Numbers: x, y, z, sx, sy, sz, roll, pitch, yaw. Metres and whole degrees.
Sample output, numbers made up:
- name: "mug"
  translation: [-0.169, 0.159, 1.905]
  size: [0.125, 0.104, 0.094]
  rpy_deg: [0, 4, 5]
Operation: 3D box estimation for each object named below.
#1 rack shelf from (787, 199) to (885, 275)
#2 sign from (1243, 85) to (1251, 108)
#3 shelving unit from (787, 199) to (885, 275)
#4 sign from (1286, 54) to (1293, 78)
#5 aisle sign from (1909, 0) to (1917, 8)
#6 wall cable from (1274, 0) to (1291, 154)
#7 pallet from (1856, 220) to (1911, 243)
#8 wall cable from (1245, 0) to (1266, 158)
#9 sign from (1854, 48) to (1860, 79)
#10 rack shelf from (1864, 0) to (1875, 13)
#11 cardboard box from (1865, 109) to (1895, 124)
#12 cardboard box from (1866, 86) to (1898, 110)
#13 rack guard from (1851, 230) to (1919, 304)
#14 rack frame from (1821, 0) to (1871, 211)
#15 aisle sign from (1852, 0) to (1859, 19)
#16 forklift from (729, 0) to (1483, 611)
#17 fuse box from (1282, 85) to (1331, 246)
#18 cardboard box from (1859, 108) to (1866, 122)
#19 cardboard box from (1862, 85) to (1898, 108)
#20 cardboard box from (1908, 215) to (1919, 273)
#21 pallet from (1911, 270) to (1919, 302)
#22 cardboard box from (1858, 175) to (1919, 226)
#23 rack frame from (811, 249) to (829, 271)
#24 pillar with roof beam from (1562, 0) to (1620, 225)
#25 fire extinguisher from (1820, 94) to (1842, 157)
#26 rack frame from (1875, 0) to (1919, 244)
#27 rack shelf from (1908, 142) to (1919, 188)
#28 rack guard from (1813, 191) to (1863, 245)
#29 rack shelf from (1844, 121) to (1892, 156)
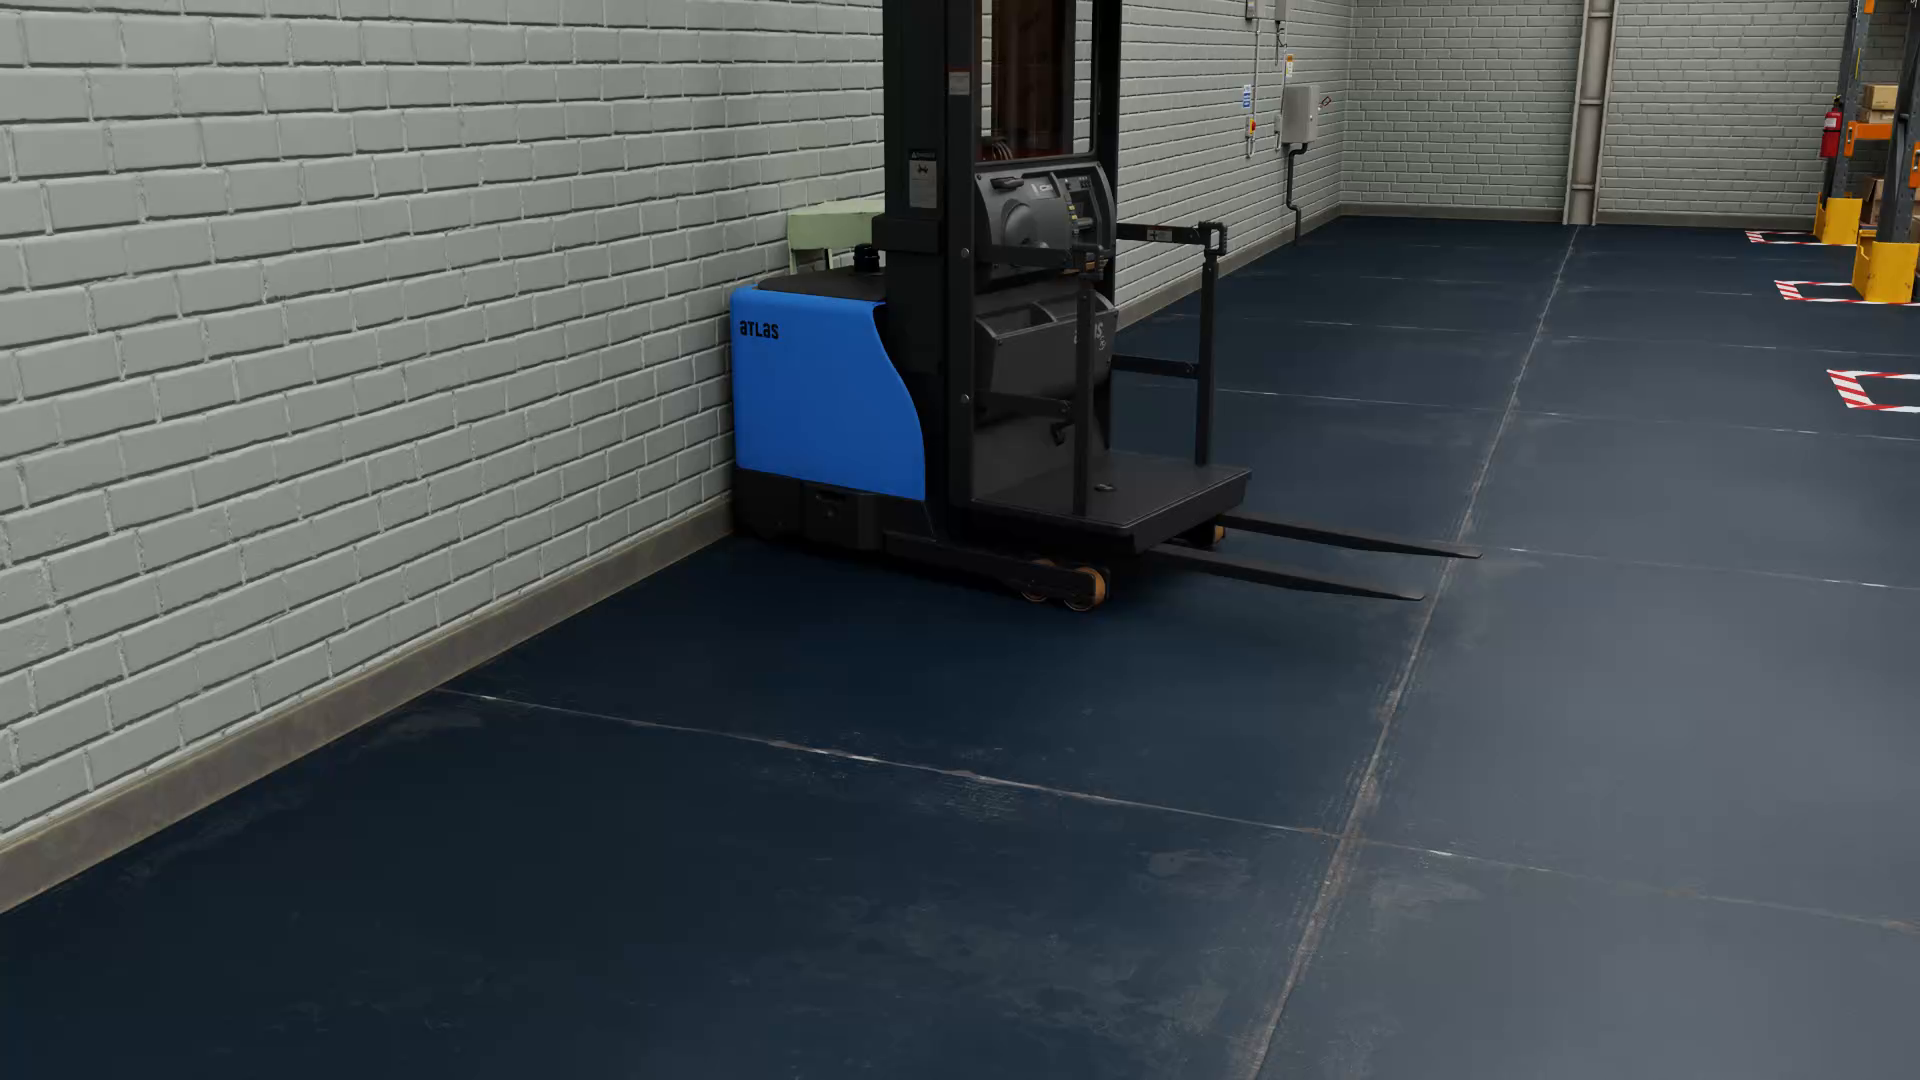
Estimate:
- name: "rack shelf"
  translation: [-0.377, -1.370, 7.615]
  size: [0.720, 0.370, 0.431]
  rpy_deg: [3, 20, 22]
- name: "sign"
  translation: [2.778, -4.294, 16.099]
  size: [0.001, 0.218, 0.327]
  rpy_deg: [6, 17, 21]
- name: "shelving unit"
  translation: [-0.344, -1.002, 7.738]
  size: [0.755, 1.500, 0.431]
  rpy_deg: [3, 20, 22]
- name: "sign"
  translation: [3.546, -5.104, 17.892]
  size: [0.001, 0.242, 0.339]
  rpy_deg: [6, 17, 21]
- name: "aisle sign"
  translation: [8.154, -4.936, 14.132]
  size: [0.004, 0.787, 0.394]
  rpy_deg: [6, 17, 21]
- name: "wall cable"
  translation: [3.362, -5.027, 17.288]
  size: [0.122, 1.984, 0.588]
  rpy_deg: [6, 17, 21]
- name: "pallet"
  translation: [10.737, -3.459, 18.710]
  size: [1.213, 0.211, 1.003]
  rpy_deg: [6, 17, 21]
- name: "wall cable"
  translation: [2.853, -4.673, 16.012]
  size: [0.123, 1.953, 0.585]
  rpy_deg: [6, 17, 21]
- name: "sign"
  translation: [9.726, -5.162, 18.022]
  size: [0.005, 0.325, 0.100]
  rpy_deg: [6, 17, 21]
- name: "rack shelf"
  translation: [11.785, -5.778, 17.605]
  size: [4.000, 0.370, 1.077]
  rpy_deg: [6, 17, 21]
- name: "cardboard box"
  translation: [10.130, -4.662, 18.302]
  size: [0.250, 0.149, 0.380]
  rpy_deg: [6, 17, 20]
- name: "cardboard box"
  translation: [10.248, -4.842, 18.207]
  size: [0.500, 0.250, 0.500]
  rpy_deg: [6, 17, 21]
- name: "rack guard"
  translation: [8.084, -2.401, 14.549]
  size: [0.348, 0.500, 1.175]
  rpy_deg: [6, 17, 21]
- name: "rack frame"
  translation: [9.924, -4.887, 18.628]
  size: [0.127, 3.000, 1.000]
  rpy_deg: [6, 17, 21]
- name: "aisle sign"
  translation: [9.753, -6.066, 18.027]
  size: [0.004, 0.787, 0.394]
  rpy_deg: [6, 17, 21]
- name: "forklift"
  translation: [0.517, -1.308, 6.420]
  size: [3.031, 2.935, 1.130]
  rpy_deg: [11, 19, 33]
- name: "fuse box"
  translation: [3.759, -4.081, 18.163]
  size: [0.414, 1.711, 0.539]
  rpy_deg: [6, 17, 21]
- name: "cardboard box"
  translation: [10.331, -4.802, 18.786]
  size: [0.250, 0.149, 0.380]
  rpy_deg: [6, 17, 20]
- name: "cardboard box"
  translation: [10.450, -4.980, 18.682]
  size: [0.500, 0.250, 0.500]
  rpy_deg: [7, 18, 22]
- name: "cardboard box"
  translation: [8.757, -2.529, 14.348]
  size: [0.875, 0.438, 0.875]
  rpy_deg: [6, 17, 19]
- name: "pallet"
  translation: [8.879, -2.199, 14.369]
  size: [1.213, 0.211, 1.003]
  rpy_deg: [6, 17, 21]
- name: "cardboard box"
  translation: [10.459, -3.803, 18.617]
  size: [0.637, 0.503, 0.797]
  rpy_deg: [6, 17, 18]
- name: "rack frame"
  translation: [-0.682, -1.018, 7.877]
  size: [0.023, 1.500, 0.400]
  rpy_deg: [3, 20, 22]
- name: "pillar with roof beam"
  translation: [6.167, -7.161, 15.701]
  size: [0.400, 9.000, 9.100]
  rpy_deg: [6, 17, 21]
- name: "fire extinguisher"
  translation: [9.618, -4.566, 18.330]
  size: [0.183, 0.674, 0.296]
  rpy_deg: [6, 17, 21]
- name: "rack frame"
  translation: [8.107, -3.599, 14.192]
  size: [0.127, 3.000, 1.000]
  rpy_deg: [6, 17, 21]
- name: "rack shelf"
  translation: [9.967, -3.049, 13.588]
  size: [4.000, 0.370, 1.077]
  rpy_deg: [6, 17, 21]
- name: "rack guard"
  translation: [9.995, -3.679, 18.950]
  size: [0.348, 0.500, 1.175]
  rpy_deg: [6, 17, 21]
- name: "rack shelf"
  translation: [11.785, -4.337, 18.023]
  size: [4.000, 0.370, 1.077]
  rpy_deg: [6, 17, 21]
